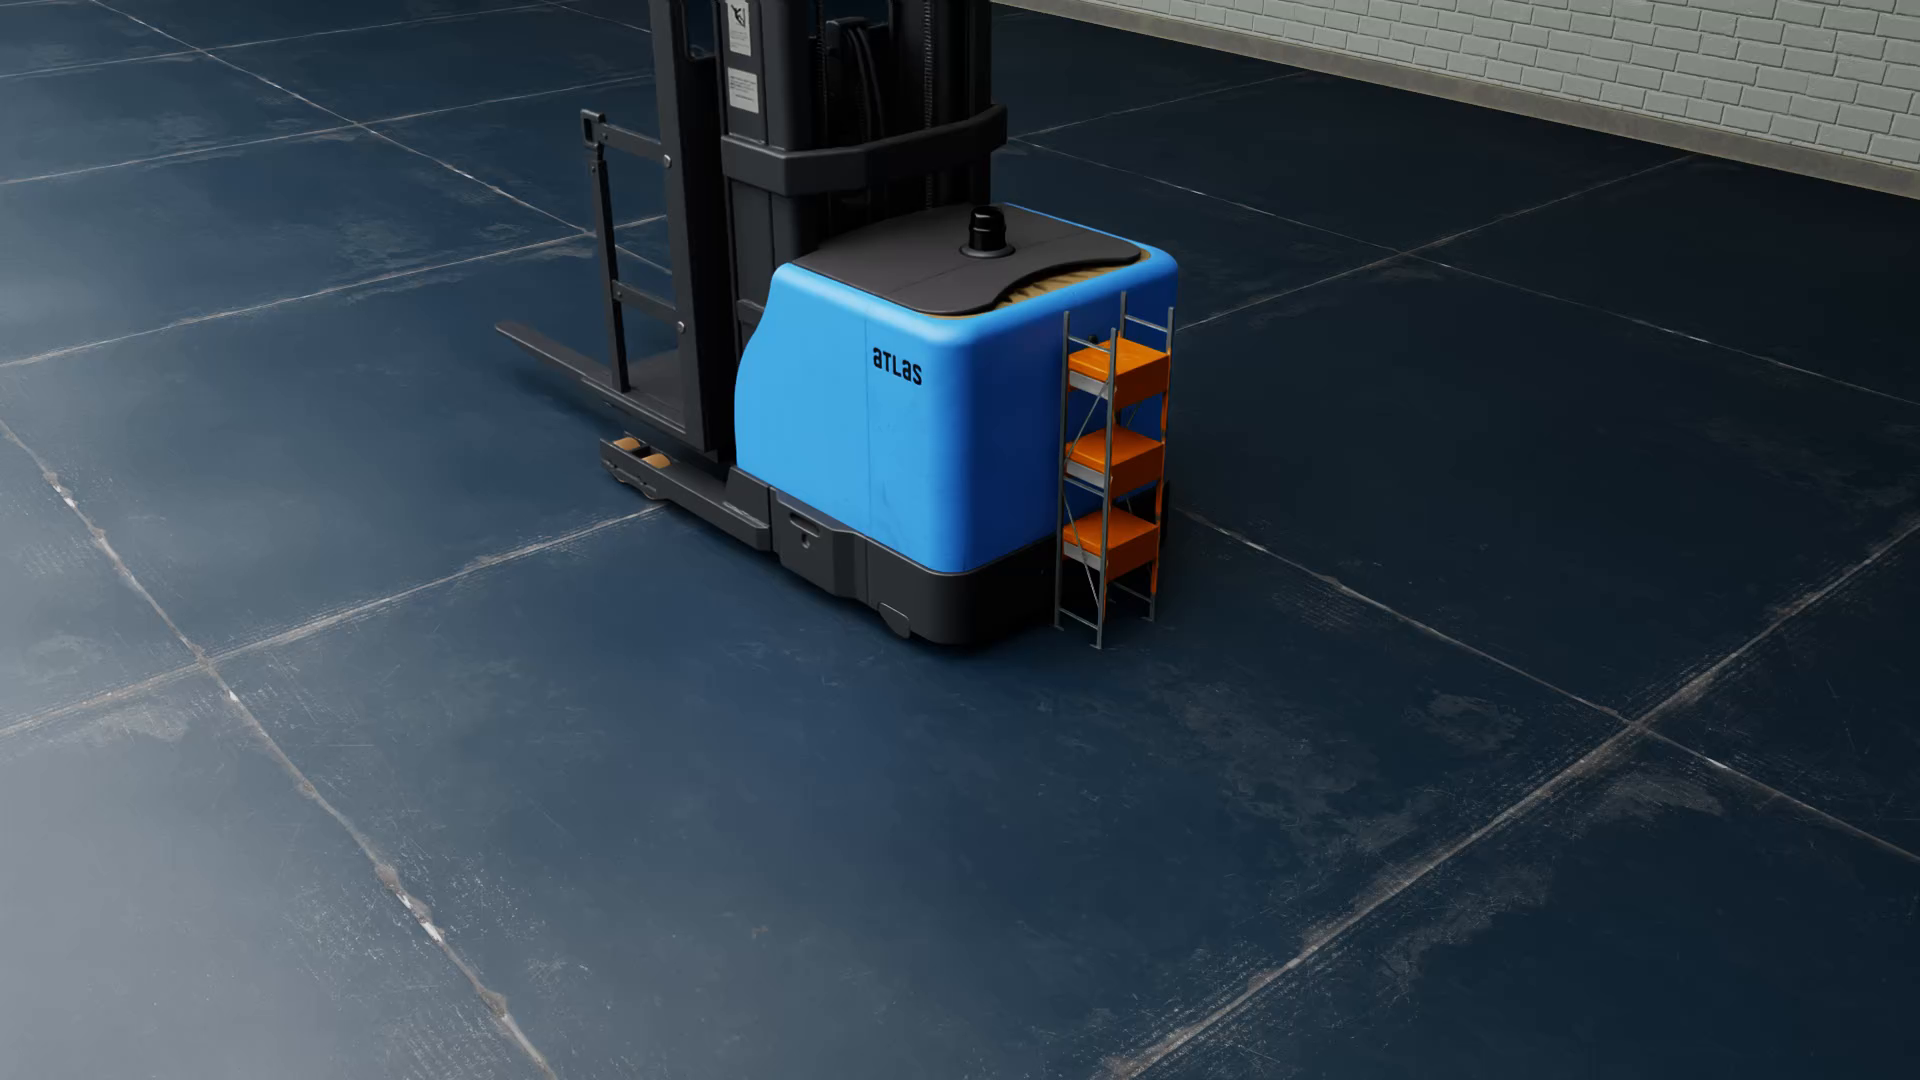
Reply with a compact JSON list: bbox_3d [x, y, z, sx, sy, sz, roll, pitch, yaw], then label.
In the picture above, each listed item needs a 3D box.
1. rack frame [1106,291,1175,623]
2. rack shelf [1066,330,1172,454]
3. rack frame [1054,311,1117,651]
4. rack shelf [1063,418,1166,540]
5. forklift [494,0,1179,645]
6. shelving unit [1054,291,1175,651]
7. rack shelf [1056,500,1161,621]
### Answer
[{"bbox_3d":[0.545,-0.235,5.076,0.008,1.050,0.200,-24,36,-37],"label":"rack frame"},{"bbox_3d":[0.456,-0.437,4.874,0.240,0.259,0.215,-24,36,-37],"label":"rack shelf"},{"bbox_3d":[0.367,-0.157,4.930,0.008,1.050,0.200,-24,36,-37],"label":"rack frame"},{"bbox_3d":[0.456,-0.187,5.008,0.240,0.259,0.215,-24,36,-37],"label":"rack shelf"},{"bbox_3d":[-0.678,-1.583,5.602,1.130,2.935,3.031,-24,36,-37],"label":"forklift"},{"bbox_3d":[0.456,-0.196,5.003,0.252,1.050,0.215,-24,36,-37],"label":"shelving unit"},{"bbox_3d":[0.456,0.058,5.139,0.240,0.259,0.215,-24,36,-37],"label":"rack shelf"}]
